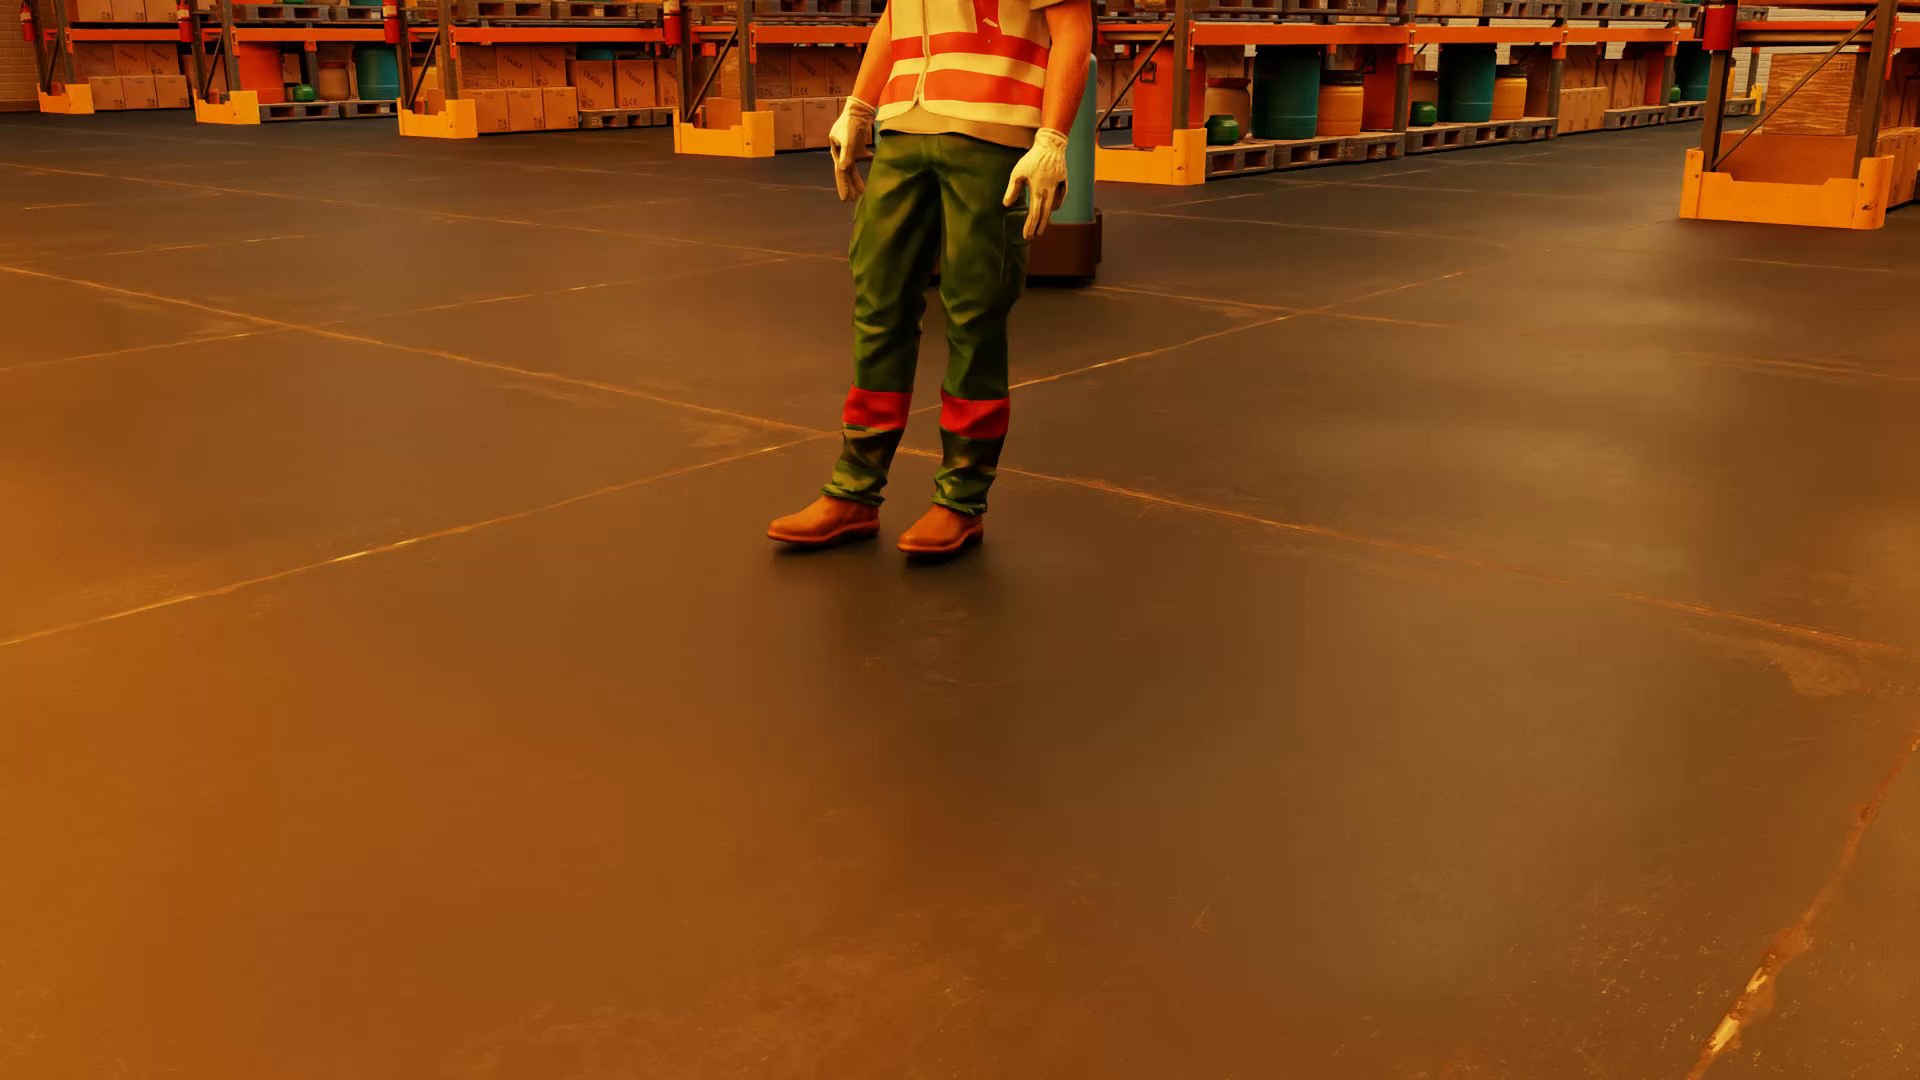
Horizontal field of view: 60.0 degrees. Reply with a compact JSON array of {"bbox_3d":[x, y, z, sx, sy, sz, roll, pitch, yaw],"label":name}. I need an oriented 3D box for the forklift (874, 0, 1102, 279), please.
[{"bbox_3d":[0.179,-3.009,8.805,1.130,2.935,3.031,1,17,2],"label":"forklift"}]

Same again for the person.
[{"bbox_3d":[-0.060,-0.848,3.628,0.637,1.787,0.564,13,21,37],"label":"person"}]
